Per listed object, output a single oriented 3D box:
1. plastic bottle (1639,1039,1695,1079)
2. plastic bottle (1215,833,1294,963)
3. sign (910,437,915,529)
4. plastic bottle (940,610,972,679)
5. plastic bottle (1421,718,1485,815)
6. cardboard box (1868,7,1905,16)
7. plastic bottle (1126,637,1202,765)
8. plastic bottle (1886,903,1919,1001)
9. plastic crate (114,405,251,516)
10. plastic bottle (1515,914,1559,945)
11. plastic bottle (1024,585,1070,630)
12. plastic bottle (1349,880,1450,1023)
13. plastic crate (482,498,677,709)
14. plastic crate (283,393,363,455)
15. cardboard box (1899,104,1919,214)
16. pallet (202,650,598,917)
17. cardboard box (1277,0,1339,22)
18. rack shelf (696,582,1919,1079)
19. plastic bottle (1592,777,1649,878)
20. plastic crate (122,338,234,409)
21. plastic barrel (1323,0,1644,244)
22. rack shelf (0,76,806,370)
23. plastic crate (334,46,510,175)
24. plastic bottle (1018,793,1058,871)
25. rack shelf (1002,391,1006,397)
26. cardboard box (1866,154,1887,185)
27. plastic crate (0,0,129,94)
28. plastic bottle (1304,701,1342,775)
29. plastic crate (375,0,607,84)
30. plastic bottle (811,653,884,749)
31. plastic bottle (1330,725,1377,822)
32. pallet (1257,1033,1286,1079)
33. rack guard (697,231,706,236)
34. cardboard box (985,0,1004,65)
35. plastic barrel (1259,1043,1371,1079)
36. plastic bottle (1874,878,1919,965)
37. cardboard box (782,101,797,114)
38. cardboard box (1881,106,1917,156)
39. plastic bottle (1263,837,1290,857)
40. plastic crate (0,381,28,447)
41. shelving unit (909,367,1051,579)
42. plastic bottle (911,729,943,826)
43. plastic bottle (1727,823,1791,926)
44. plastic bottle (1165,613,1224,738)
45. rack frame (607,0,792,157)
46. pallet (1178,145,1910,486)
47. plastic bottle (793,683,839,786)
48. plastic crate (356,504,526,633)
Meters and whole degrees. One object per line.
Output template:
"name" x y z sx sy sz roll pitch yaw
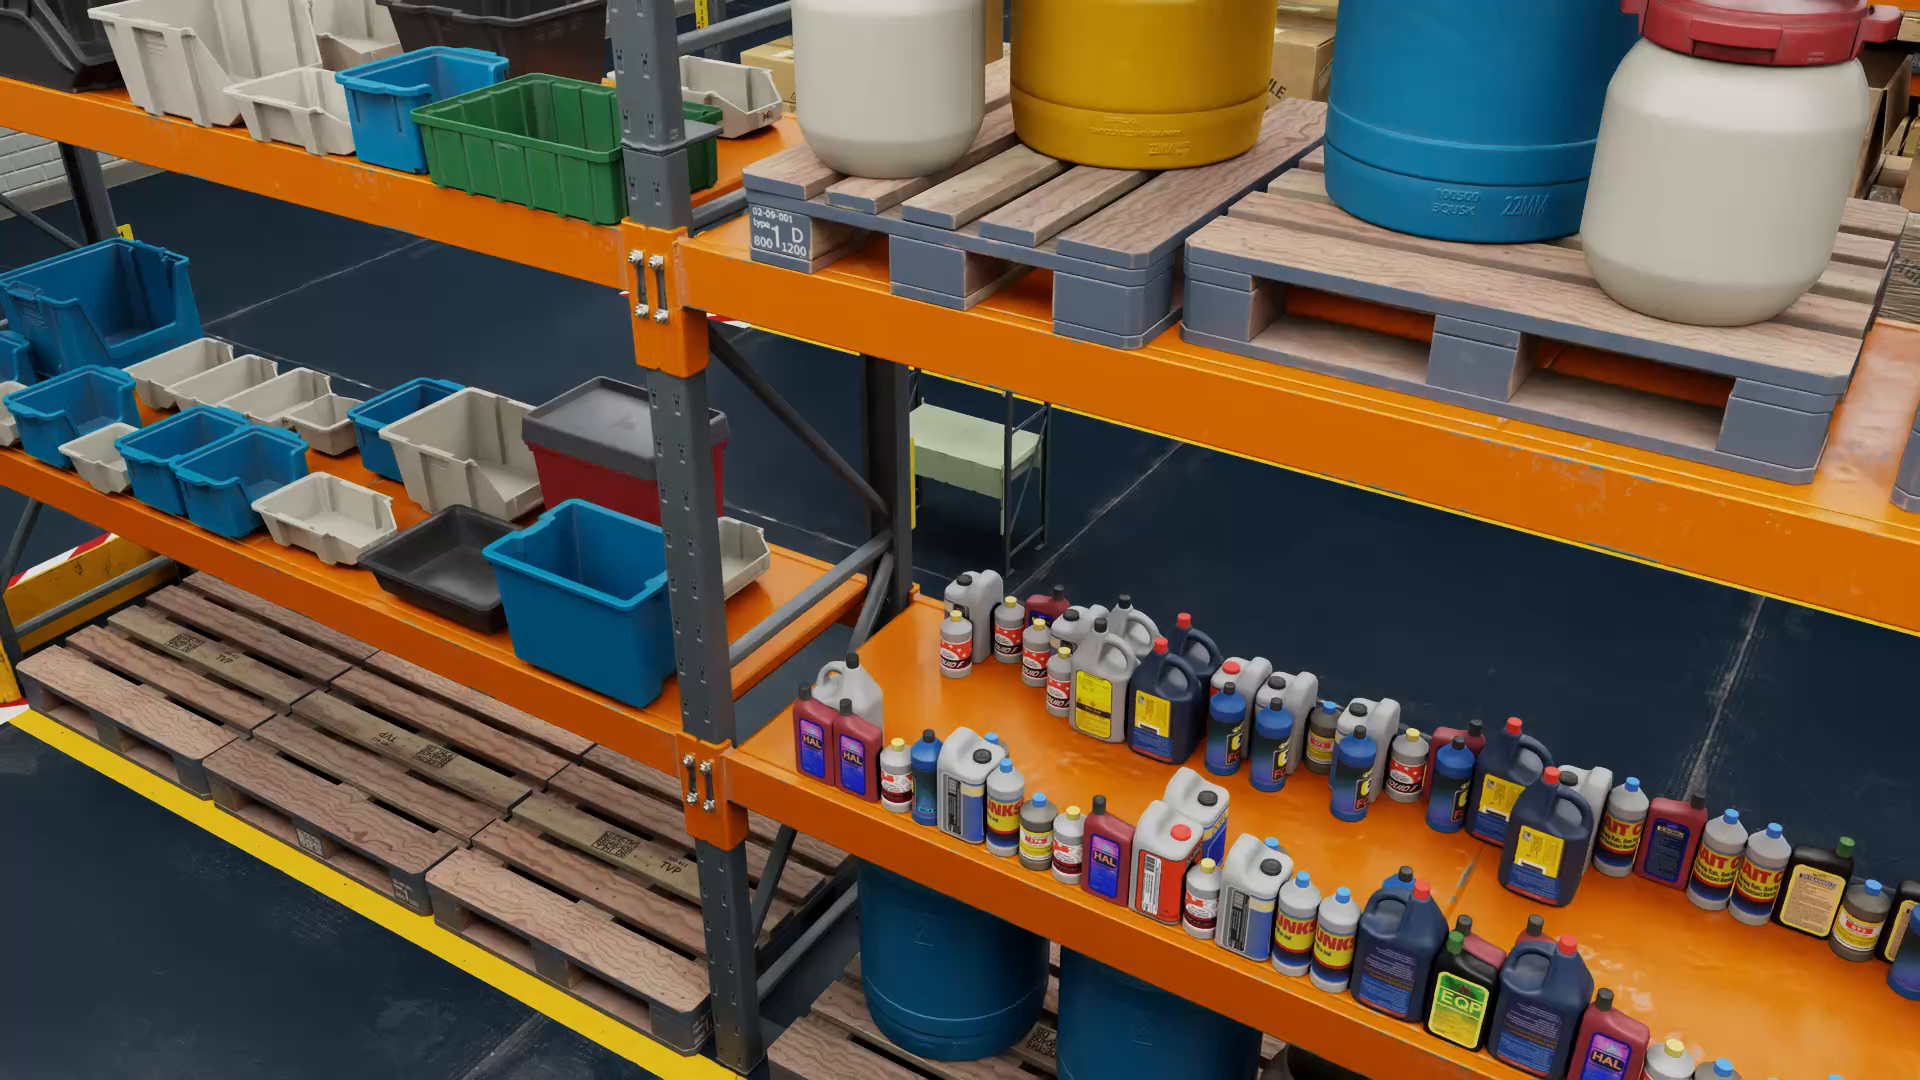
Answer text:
"plastic bottle" 1.491 1.140 3.517 0.097 0.201 0.097 0 30 0
"plastic bottle" 0.703 0.842 3.953 0.135 0.276 0.152 18 35 27
"sign" -0.173 -0.162 5.277 0.005 0.325 0.100 18 35 27
"plastic bottle" -0.012 0.303 4.951 0.097 0.201 0.097 0 30 0
"plastic bottle" 1.306 0.583 4.389 0.133 0.283 0.061 18 35 27
"cardboard box" 6.092 -3.562 10.917 0.250 0.149 0.380 17 34 27
"plastic bottle" 0.565 0.431 4.584 0.185 0.351 0.144 18 35 27
"plastic bottle" 2.218 0.924 3.817 0.097 0.271 0.097 0 30 0
"plastic crate" -2.706 -0.274 5.850 0.300 0.233 0.416 18 35 27
"plastic bottle" 1.303 0.970 3.726 0.133 0.283 0.061 18 35 27
"plastic bottle" 0.259 0.252 4.957 0.133 0.283 0.061 18 35 27
"plastic bottle" 1.001 0.906 3.769 0.185 0.351 0.144 18 35 27
"plastic crate" -1.044 0.193 4.899 0.575 0.384 0.392 18 35 27
"plastic crate" -2.321 -0.431 6.215 0.250 0.136 0.298 18 35 27
"cardboard box" 4.393 -1.706 7.102 0.637 0.503 0.797 18 35 28
"pallet" -2.148 0.889 6.516 1.213 0.211 1.003 18 35 27
"cardboard box" 1.896 -2.547 8.749 0.500 0.500 0.500 18 35 27
"rack shelf" 1.227 1.038 4.208 4.000 0.370 1.077 18 35 27
"plastic bottle" 1.664 0.713 4.179 0.097 0.271 0.097 0 30 0
"plastic crate" -3.068 -0.651 6.591 0.243 0.136 0.396 18 35 27
"plastic barrel" 1.060 -1.110 3.285 0.708 0.901 0.600 18 35 27
"rack shelf" -2.161 -1.329 5.289 4.000 0.370 1.077 18 35 27
"plastic crate" -1.408 -1.139 4.416 0.300 0.233 0.416 18 35 27
"plastic bottle" 0.198 0.731 4.218 0.097 0.201 0.097 0 30 0
"rack shelf" 0.006 -0.983 7.672 0.720 0.370 0.431 18 35 27
"cardboard box" 3.991 -1.548 7.827 0.500 0.500 0.500 18 35 28
"plastic crate" -2.707 -1.622 5.139 0.767 0.338 0.504 18 35 27
"plastic bottle" 1.002 0.533 4.556 0.097 0.201 0.097 0 30 0
"plastic crate" -1.373 -1.497 4.993 0.590 0.269 0.497 18 35 27
"plastic bottle" -0.307 0.456 4.540 0.185 0.351 0.144 18 35 27
"plastic bottle" 1.035 0.604 4.365 0.097 0.271 0.097 0 30 0
"pallet" 1.202 1.947 4.703 1.213 0.211 1.003 18 35 27
"rack guard" -1.242 -1.921 11.046 0.348 0.500 1.175 18 35 27
"cardboard box" -0.093 -2.867 9.298 0.500 0.500 0.500 17 34 26
"plastic barrel" 1.015 1.617 4.554 0.421 0.512 0.421 0 30 0
"plastic bottle" 2.245 0.880 3.880 0.133 0.283 0.061 18 35 27
"cardboard box" -0.879 -2.581 9.947 0.250 0.149 0.380 17 34 27
"cardboard box" 6.256 -2.847 11.473 0.500 0.250 0.500 19 35 29
"plastic bottle" 0.754 0.816 4.072 0.097 0.201 0.097 0 30 0
"plastic crate" -3.593 -0.464 6.271 0.298 0.136 0.250 18 35 27
"shelving unit" 0.006 -0.646 7.869 0.755 1.500 0.431 18 35 27
"plastic bottle" -0.081 0.612 4.351 0.097 0.271 0.097 0 30 0
"plastic bottle" 1.942 0.801 4.029 0.097 0.271 0.097 0 30 0
"plastic bottle" 0.642 0.369 4.690 0.185 0.351 0.144 18 35 27
"rack frame" -0.467 -2.400 3.433 0.127 3.000 1.000 18 35 27
"pallet" 1.211 -0.552 3.429 1.213 0.211 1.003 18 35 27
"plastic bottle" -0.383 0.522 4.494 0.133 0.283 0.061 18 35 27
"plastic crate" -1.558 0.099 5.316 0.590 0.125 0.437 18 35 27
